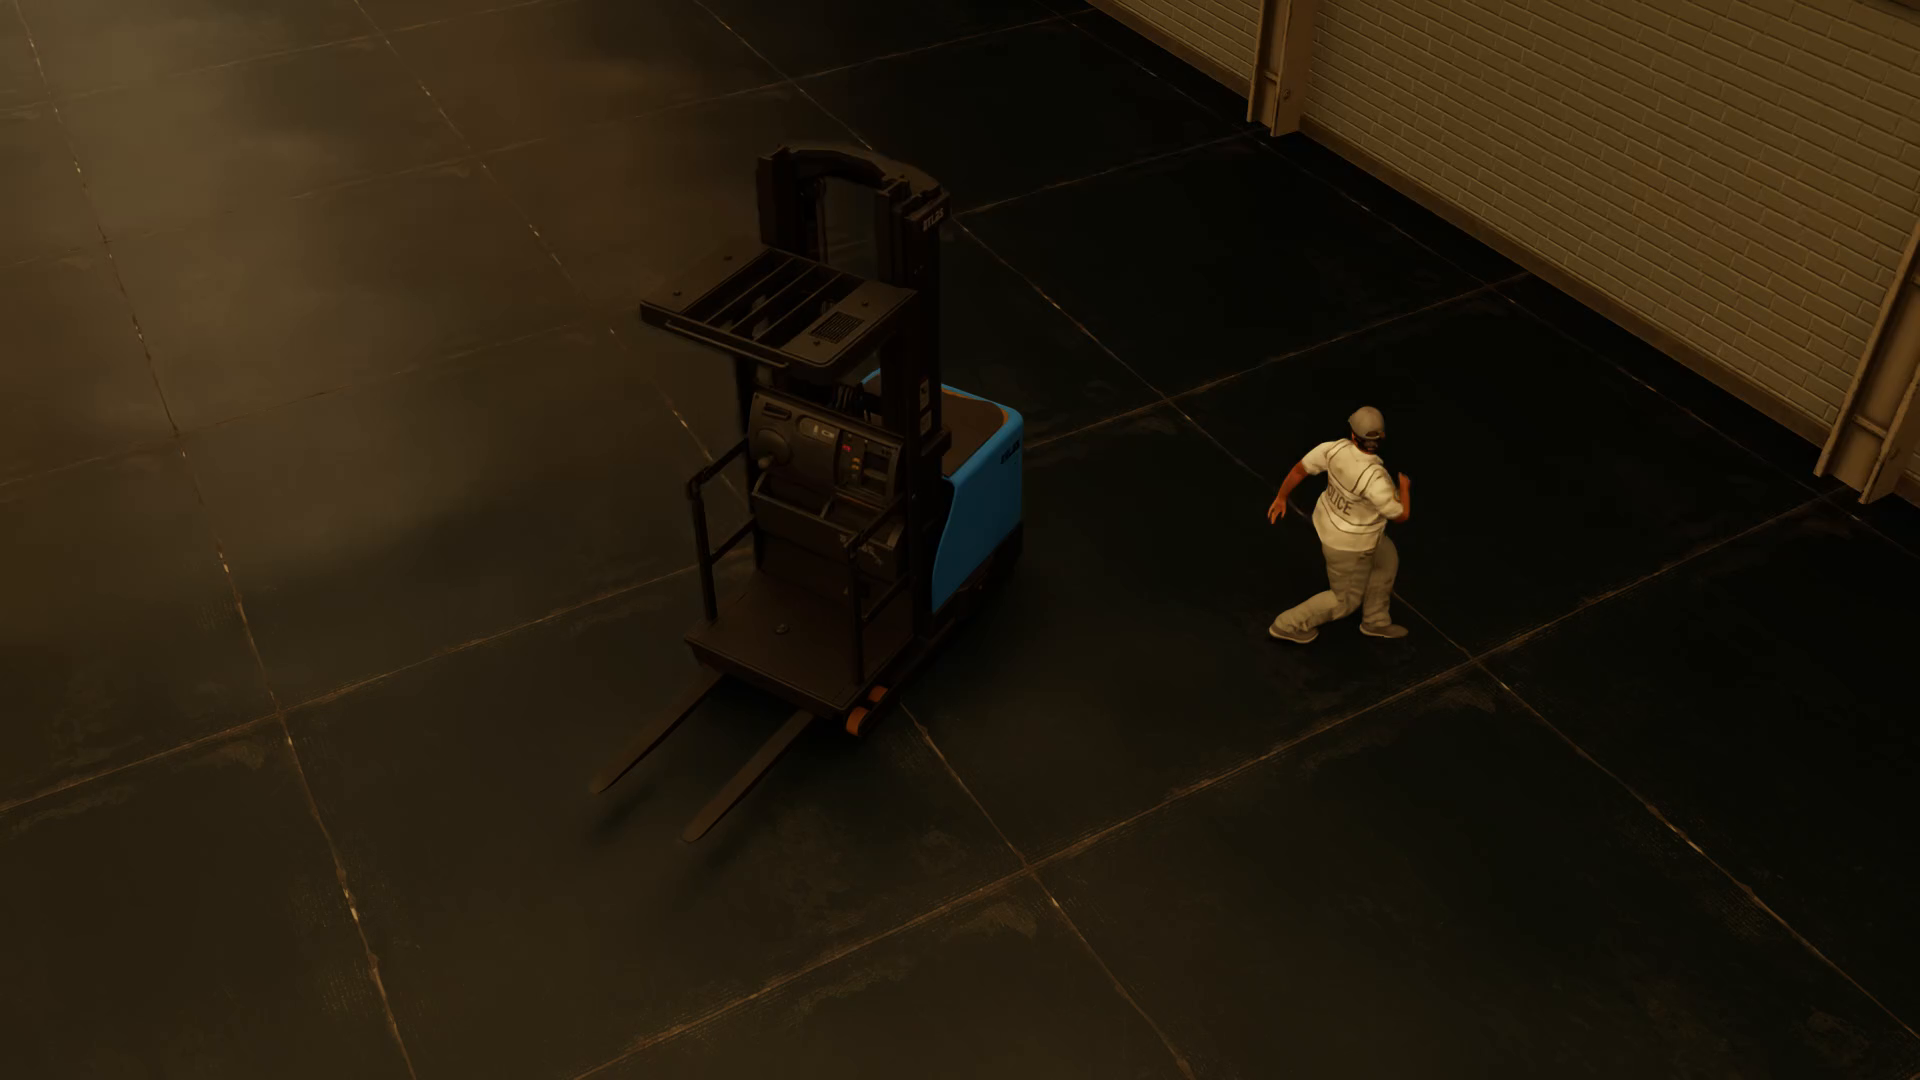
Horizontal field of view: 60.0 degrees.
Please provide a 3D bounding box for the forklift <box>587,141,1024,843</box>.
[{"bbox_3d":[-0.820,-0.399,8.517,1.130,2.935,3.031,21,44,24],"label":"forklift"}]

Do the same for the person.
[{"bbox_3d":[2.175,-0.046,9.184,0.888,1.603,0.504,-2,40,-3],"label":"person"}]
